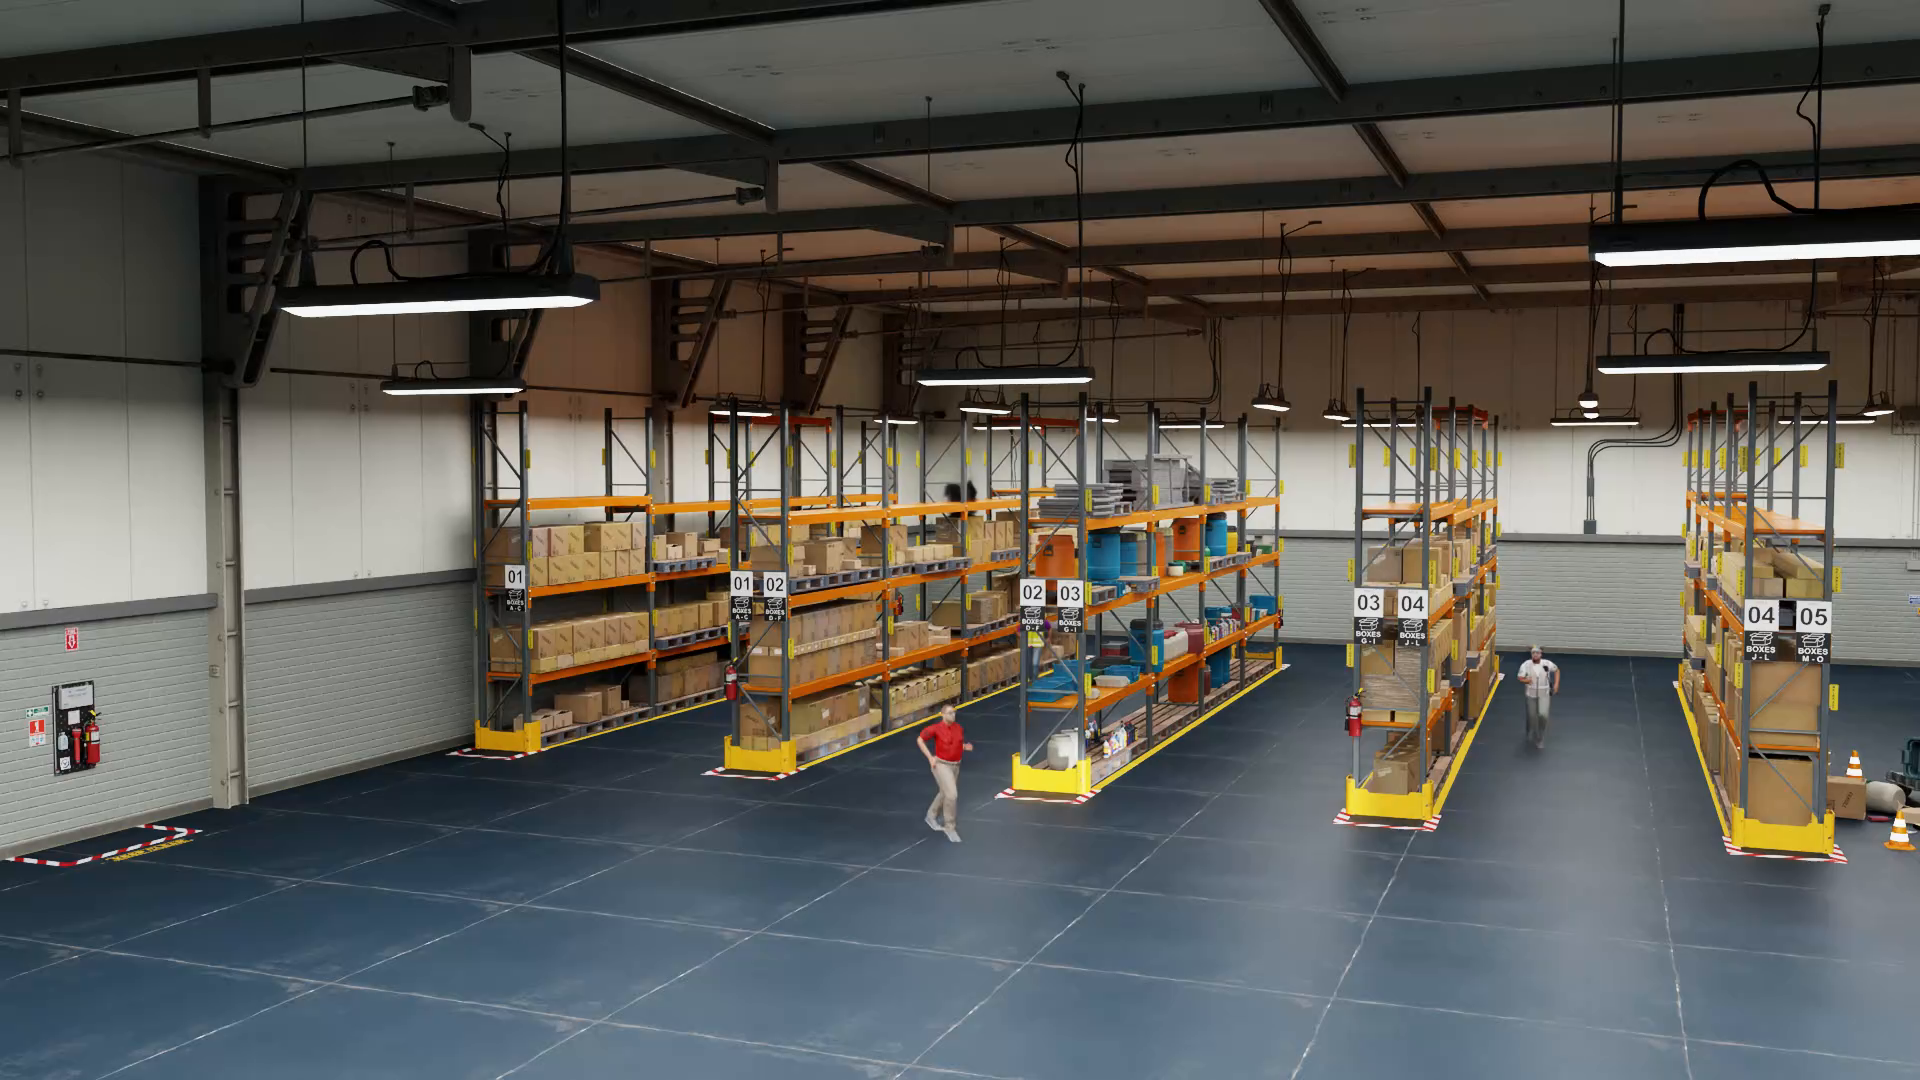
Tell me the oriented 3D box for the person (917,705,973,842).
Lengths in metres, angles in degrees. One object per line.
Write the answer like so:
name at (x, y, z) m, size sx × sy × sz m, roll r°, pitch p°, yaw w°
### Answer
person at (-0.177, 3.080, 22.037) m, size 0.800 × 1.802 × 0.642 m, roll 2°, pitch 4°, yaw 40°

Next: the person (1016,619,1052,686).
person at (1.498, 2.209, 34.023) m, size 0.723 × 1.804 × 0.840 m, roll 1°, pitch 3°, yaw 13°

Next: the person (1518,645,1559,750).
person at (10.052, 2.718, 28.920) m, size 0.675 × 1.829 × 0.910 m, roll 1°, pitch 3°, yaw 22°
